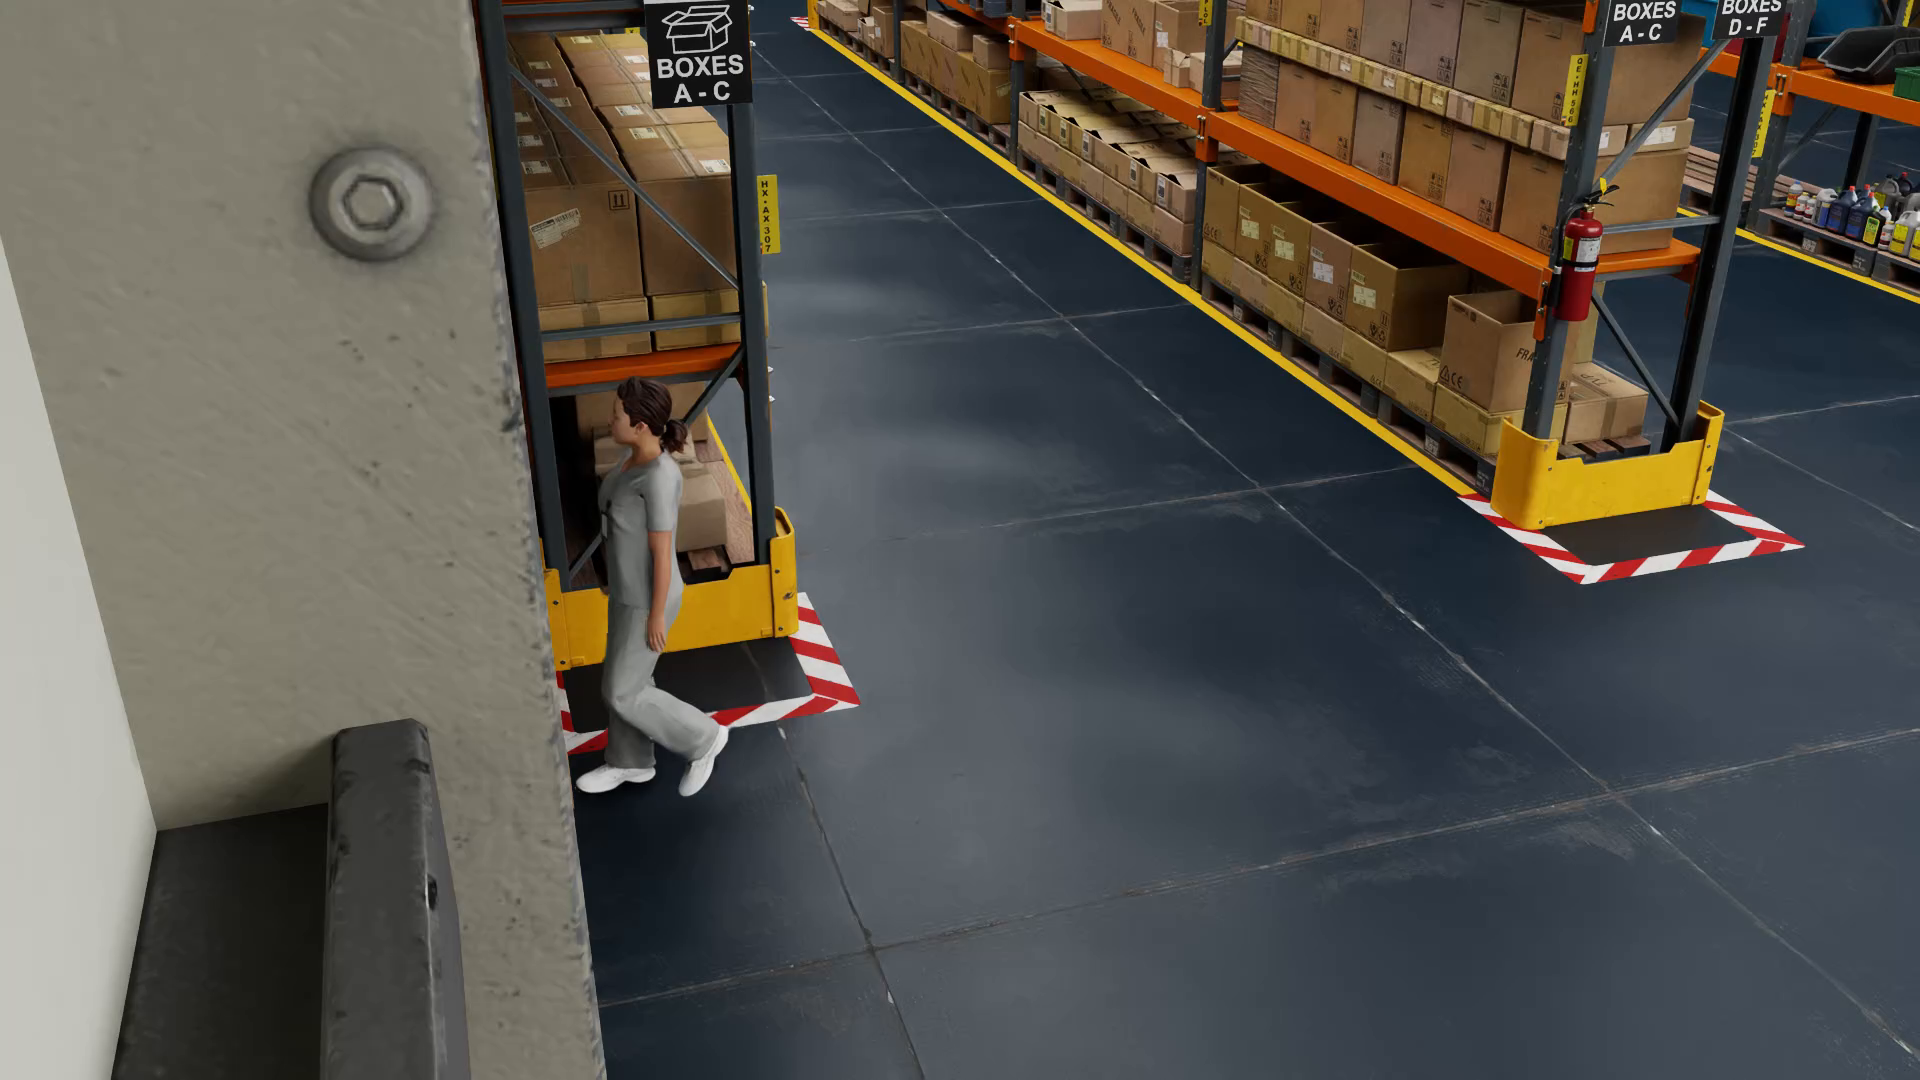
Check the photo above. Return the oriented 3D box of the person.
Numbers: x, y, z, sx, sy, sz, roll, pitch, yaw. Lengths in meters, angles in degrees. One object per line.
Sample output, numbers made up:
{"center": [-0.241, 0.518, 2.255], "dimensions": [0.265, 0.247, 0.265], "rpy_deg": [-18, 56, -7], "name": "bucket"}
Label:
{"center": [-1.202, 0.208, 6.150], "dimensions": [0.572, 1.669, 0.479], "rpy_deg": [-11, 28, -20], "name": "person"}
